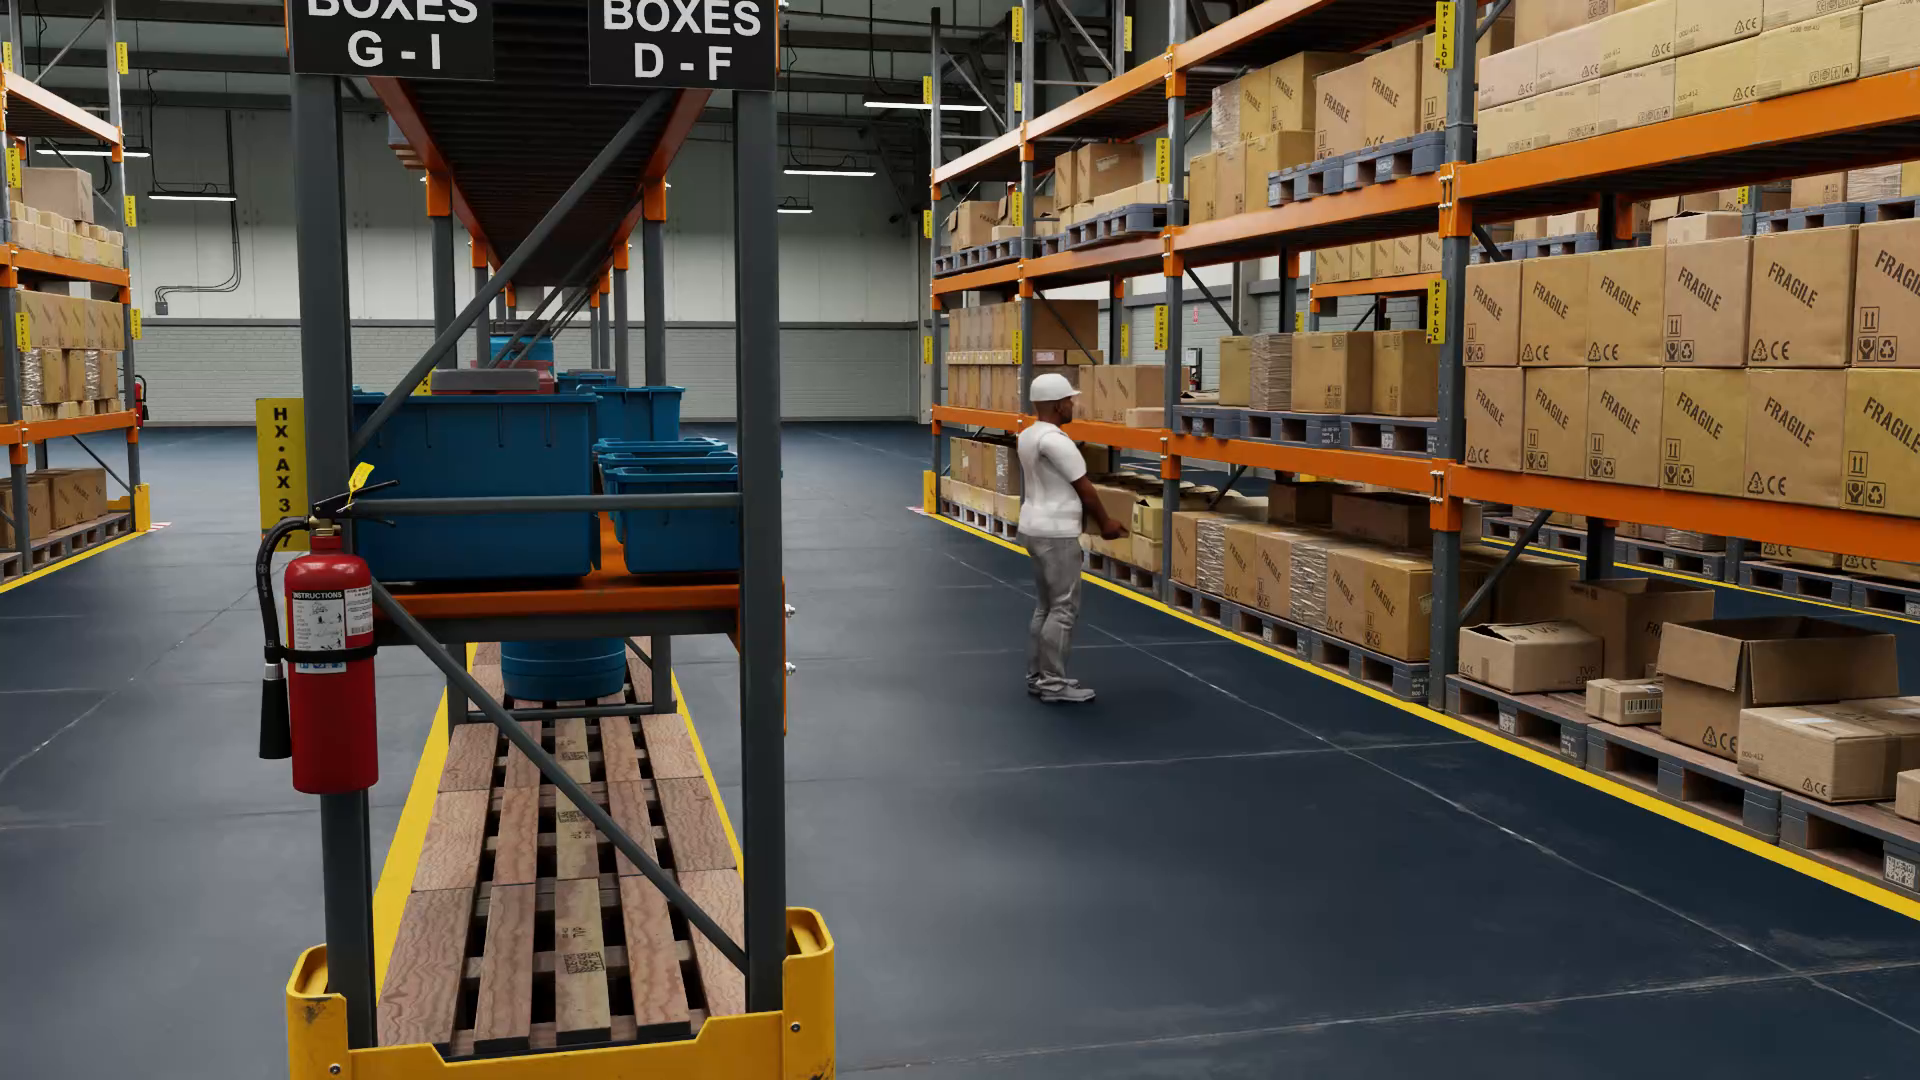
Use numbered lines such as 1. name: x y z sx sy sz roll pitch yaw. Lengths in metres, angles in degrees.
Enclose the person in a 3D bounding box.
1. person: 0.607 -0.023 9.064 0.555 1.763 0.505 -2 6 -14
